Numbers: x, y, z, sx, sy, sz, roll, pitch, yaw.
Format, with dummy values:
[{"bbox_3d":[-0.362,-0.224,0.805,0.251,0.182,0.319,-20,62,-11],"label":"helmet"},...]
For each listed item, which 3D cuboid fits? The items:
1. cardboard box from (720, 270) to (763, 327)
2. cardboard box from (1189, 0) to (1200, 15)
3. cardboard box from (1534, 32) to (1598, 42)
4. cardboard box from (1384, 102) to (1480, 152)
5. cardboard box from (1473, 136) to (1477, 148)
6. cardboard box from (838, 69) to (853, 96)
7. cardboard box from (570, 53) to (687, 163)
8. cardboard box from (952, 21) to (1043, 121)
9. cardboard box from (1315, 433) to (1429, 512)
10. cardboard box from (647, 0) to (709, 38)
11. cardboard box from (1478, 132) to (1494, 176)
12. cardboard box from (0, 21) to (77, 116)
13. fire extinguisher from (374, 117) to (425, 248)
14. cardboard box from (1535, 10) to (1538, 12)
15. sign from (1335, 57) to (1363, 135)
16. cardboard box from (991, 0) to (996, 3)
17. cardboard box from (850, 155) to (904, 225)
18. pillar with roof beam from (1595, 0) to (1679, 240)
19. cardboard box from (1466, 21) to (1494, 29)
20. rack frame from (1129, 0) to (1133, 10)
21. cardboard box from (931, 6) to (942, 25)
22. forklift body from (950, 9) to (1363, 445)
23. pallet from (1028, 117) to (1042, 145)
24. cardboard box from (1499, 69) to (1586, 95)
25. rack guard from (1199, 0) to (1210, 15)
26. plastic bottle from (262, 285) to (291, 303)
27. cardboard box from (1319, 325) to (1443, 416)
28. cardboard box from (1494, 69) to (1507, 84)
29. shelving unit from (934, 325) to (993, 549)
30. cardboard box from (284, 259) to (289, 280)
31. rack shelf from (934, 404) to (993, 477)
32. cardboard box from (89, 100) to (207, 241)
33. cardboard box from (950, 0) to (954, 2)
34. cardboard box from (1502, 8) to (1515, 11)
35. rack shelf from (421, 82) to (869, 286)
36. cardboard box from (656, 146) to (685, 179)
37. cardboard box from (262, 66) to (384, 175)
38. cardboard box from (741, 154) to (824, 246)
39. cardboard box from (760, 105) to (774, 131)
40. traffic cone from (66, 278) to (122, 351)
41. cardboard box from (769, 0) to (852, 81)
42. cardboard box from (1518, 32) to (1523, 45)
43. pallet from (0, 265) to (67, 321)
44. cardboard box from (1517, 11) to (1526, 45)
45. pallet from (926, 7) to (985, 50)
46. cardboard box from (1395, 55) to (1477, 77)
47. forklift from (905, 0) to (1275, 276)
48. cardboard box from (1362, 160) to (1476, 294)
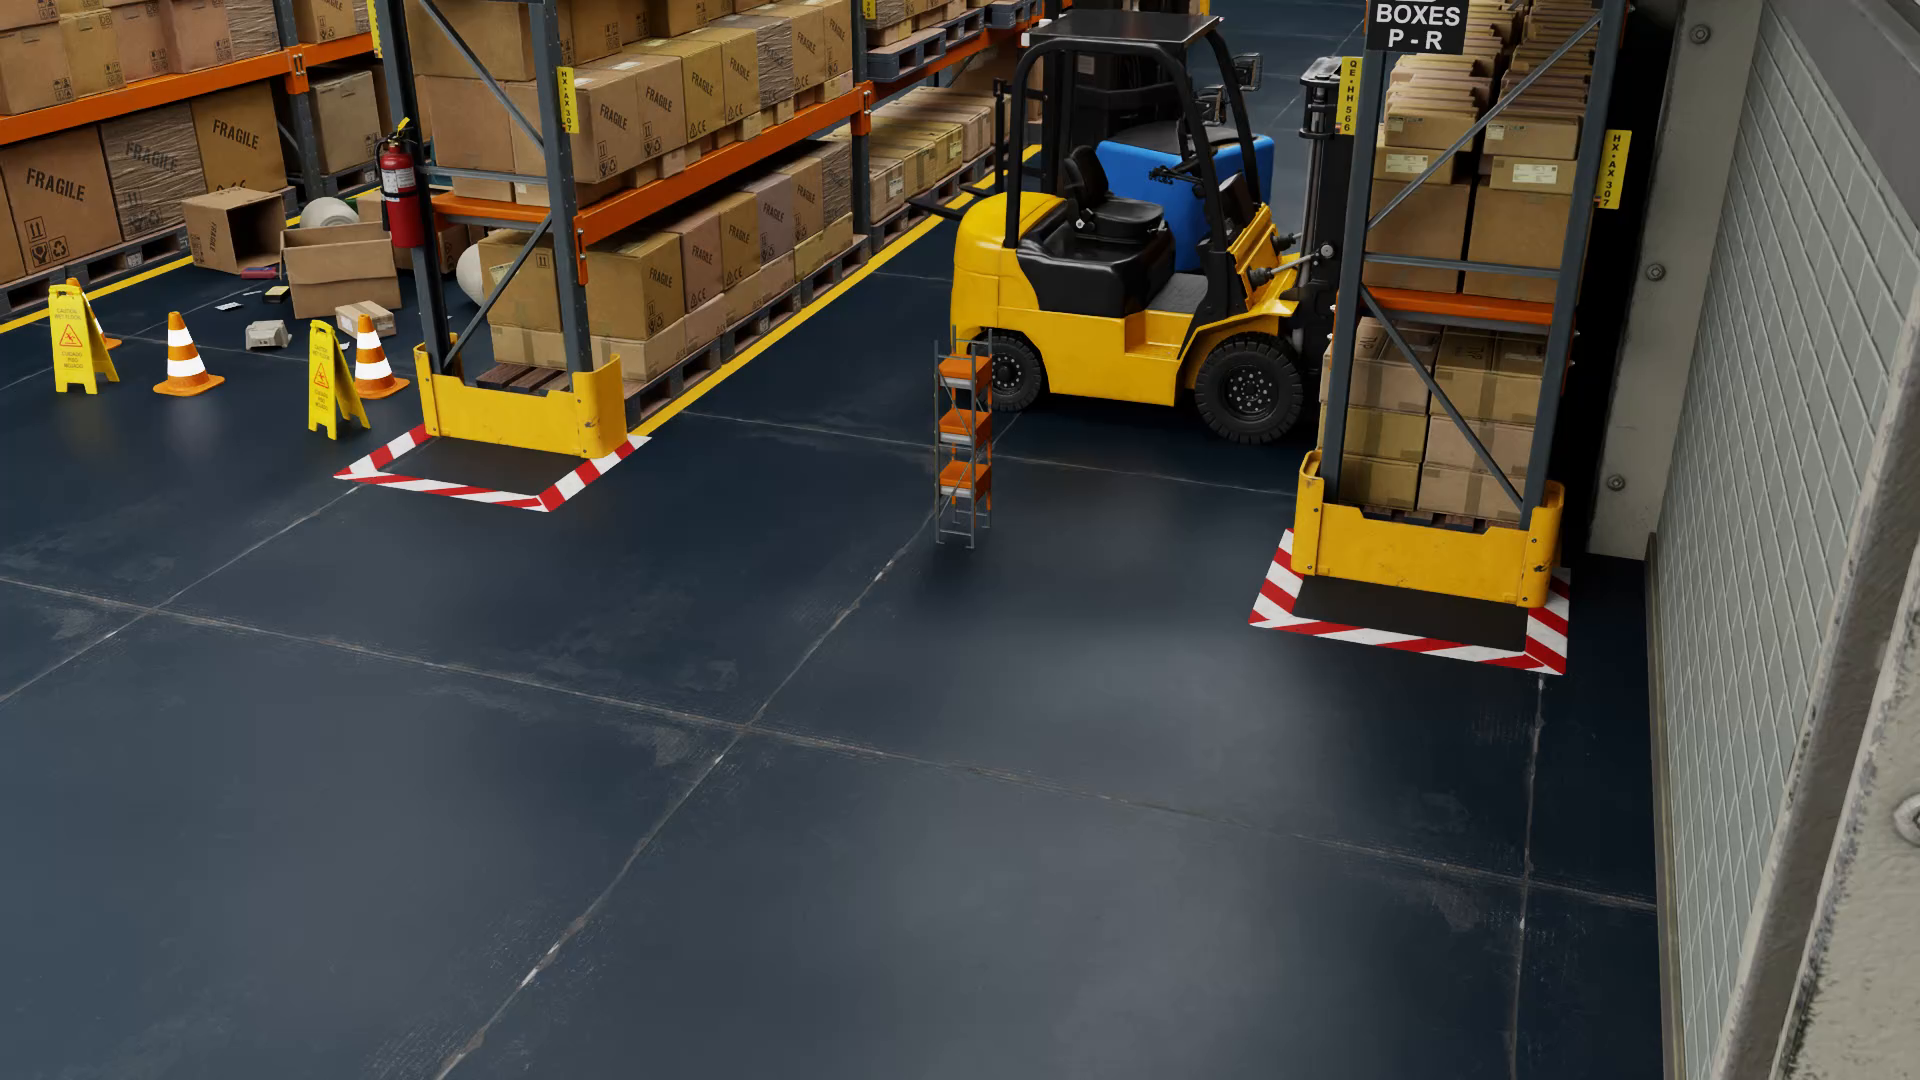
[{"bbox_3d":[-1.621,-1.591,10.767,0.500,0.250,0.500,11,28,21],"label":"cardboard box"},{"bbox_3d":[2.702,-7.239,22.217,0.875,0.438,0.875,8,27,16],"label":"cardboard box"},{"bbox_3d":[3.367,-2.711,9.207,0.380,0.149,0.250,8,27,17],"label":"cardboard box"},{"bbox_3d":[2.105,-1.844,7.415,0.380,0.149,0.250,9,27,18],"label":"cardboard box"},{"bbox_3d":[2.330,-2.022,8.126,0.380,0.149,0.250,9,27,17],"label":"cardboard box"},{"bbox_3d":[-0.986,-3.268,11.845,0.380,0.149,0.250,8,27,17],"label":"cardboard box"},{"bbox_3d":[-1.909,-2.460,9.433,0.500,0.500,0.500,10,27,19],"label":"cardboard box"},{"bbox_3d":[0.473,-4.705,16.483,0.875,0.875,0.875,8,27,17],"label":"cardboard box"},{"bbox_3d":[2.043,-0.385,8.277,0.500,0.250,0.500,9,27,18],"label":"cardboard box"},{"bbox_3d":[-1.988,-3.400,10.227,0.700,0.500,0.500,9,27,17],"label":"cardboard box"},{"bbox_3d":[2.564,-1.745,7.552,0.380,0.149,0.250,9,27,17],"label":"cardboard box"},{"bbox_3d":[-6.651,-3.257,11.363,0.875,0.550,0.550,9,27,17],"label":"cardboard box"},{"bbox_3d":[-2.970,-1.898,8.818,0.296,0.674,0.183,9,27,17],"label":"fire extinguisher"},{"bbox_3d":[3.974,-3.392,10.954,0.380,0.149,0.250,8,27,16],"label":"cardboard box"},{"bbox_3d":[1.678,-1.907,7.147,0.100,0.325,0.005,9,27,17],"label":"sign"},{"bbox_3d":[0.124,-4.775,14.477,0.380,0.149,0.250,7,27,15],"label":"cardboard box"},{"bbox_3d":[-0.994,-2.779,13.082,0.950,0.372,0.625,9,27,18],"label":"cardboard box"},{"bbox_3d":[1.203,-7.141,12.672,9.100,9.000,0.400,9,27,17],"label":"pillar with roof beam"},{"bbox_3d":[2.869,-2.904,9.606,0.380,0.149,0.250,9,27,19],"label":"cardboard box"},{"bbox_3d":[1.496,-6.845,18.945,1.000,3.000,0.127,9,27,17],"label":"rack frame"},{"bbox_3d":[-0.362,-4.244,13.380,0.380,0.149,0.250,9,27,18],"label":"cardboard box"},{"bbox_3d":[1.095,-1.857,9.617,2.313,2.155,1.214,9,27,17],"label":"forklift body"},{"bbox_3d":[0.498,-4.259,16.804,1.003,0.211,1.213,9,27,17],"label":"pallet"},{"bbox_3d":[2.852,-2.198,8.146,0.380,0.149,0.250,10,27,19],"label":"cardboard box"},{"bbox_3d":[2.835,-7.373,22.905,1.175,0.500,0.348,9,27,17],"label":"rack guard"},{"bbox_3d":[-4.833,-1.751,11.796,0.133,0.061,0.283,0,26,-1],"label":"plastic bottle"},{"bbox_3d":[2.044,-0.831,8.050,0.500,0.250,0.500,10,27,19],"label":"cardboard box"},{"bbox_3d":[2.964,-2.523,9.904,0.500,0.500,0.500,9,27,18],"label":"cardboard box"},{"bbox_3d":[0.018,-0.495,8.067,0.215,1.050,0.252,9,27,17],"label":"shelving unit"},{"bbox_3d":[-4.703,-2.029,12.137,0.396,0.266,0.258,14,29,26],"label":"cardboard box"},{"bbox_3d":[0.018,-0.485,8.071,0.215,0.259,0.240,9,27,17],"label":"rack shelf"},{"bbox_3d":[-6.439,-2.847,12.644,0.875,0.875,0.875,9,27,18],"label":"cardboard box"},{"bbox_3d":[-0.235,-4.696,13.569,0.500,0.500,0.500,8,27,15],"label":"cardboard box"},{"bbox_3d":[3.489,-3.457,11.089,0.380,0.149,0.250,8,27,17],"label":"cardboard box"},{"bbox_3d":[-1.832,-2.412,10.614,1.077,0.370,4.000,9,27,17],"label":"rack shelf"},{"bbox_3d":[-1.826,-2.211,9.662,0.380,0.149,0.250,9,27,18],"label":"cardboard box"},{"bbox_3d":[-5.746,-3.678,14.504,1.050,0.750,0.750,9,27,17],"label":"cardboard box"},{"bbox_3d":[-1.278,-2.355,11.484,0.500,0.500,0.500,9,27,18],"label":"cardboard box"},{"bbox_3d":[-1.434,-2.749,10.774,0.380,0.149,0.250,8,27,17],"label":"cardboard box"},{"bbox_3d":[-5.683,-1.460,10.735,0.336,0.463,0.334,9,27,17],"label":"traffic cone"},{"bbox_3d":[-1.080,-3.517,11.617,0.500,0.500,0.500,8,27,16],"label":"cardboard box"},{"bbox_3d":[3.926,-3.168,10.949,0.500,0.250,0.500,8,27,17],"label":"cardboard box"},{"bbox_3d":[-7.006,-1.675,11.466,1.003,0.211,1.213,9,27,17],"label":"pallet"},{"bbox_3d":[3.778,-3.657,11.959,0.500,0.250,0.500,9,27,18],"label":"cardboard box"},{"bbox_3d":[-0.455,-4.295,13.899,1.003,0.211,1.213,9,27,17],"label":"pallet"},{"bbox_3d":[2.435,-2.383,8.529,0.380,0.149,0.250,9,27,18],"label":"cardboard box"},{"bbox_3d":[0.830,-3.481,12.076,1.130,2.935,3.031,-23,34,-39],"label":"forklift"},{"bbox_3d":[2.101,-1.480,7.751,0.500,0.500,0.500,8,27,16],"label":"cardboard box"}]
